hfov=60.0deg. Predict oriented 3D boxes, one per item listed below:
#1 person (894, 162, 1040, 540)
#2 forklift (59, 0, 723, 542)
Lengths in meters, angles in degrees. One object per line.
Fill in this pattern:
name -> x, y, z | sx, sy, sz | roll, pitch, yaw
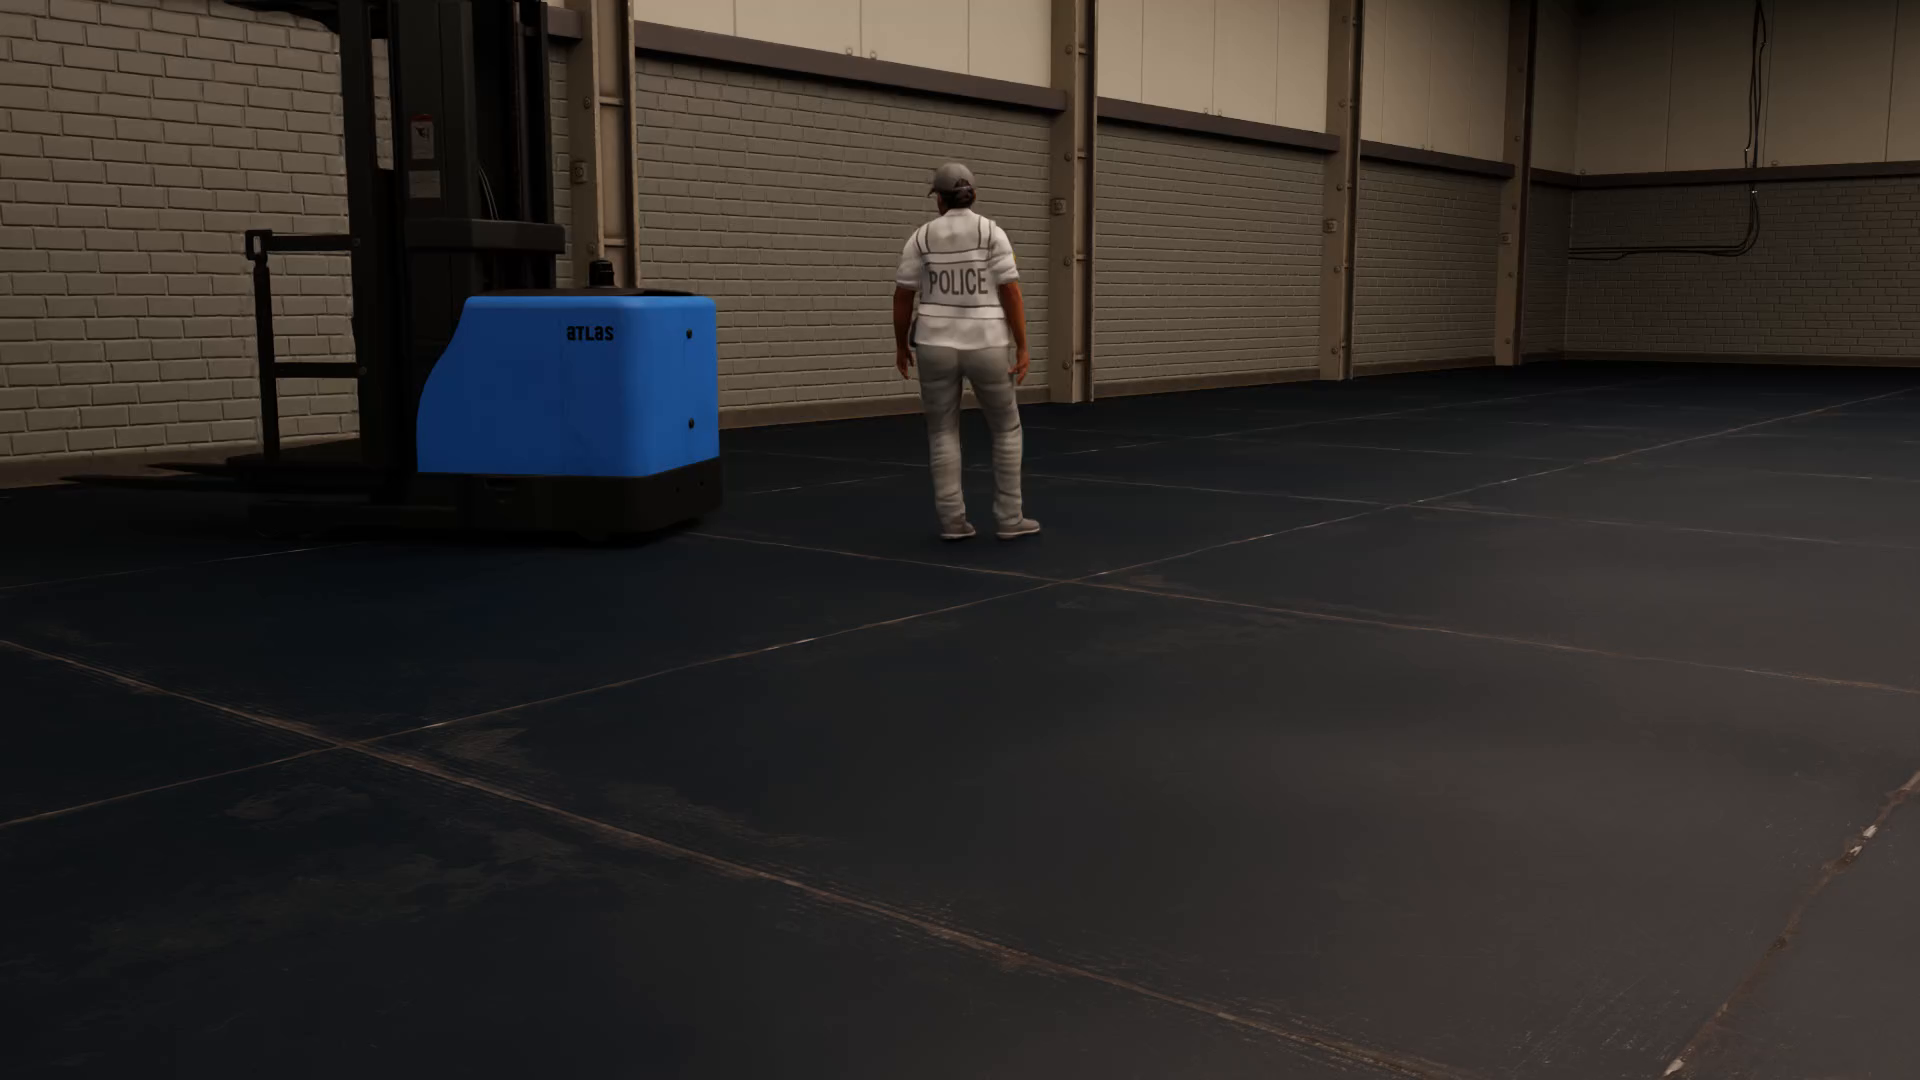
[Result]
person -> 0.026, -0.832, 7.396 | 0.649, 1.654, 0.469 | 1, 8, 7
forklift -> -2.713, -1.525, 7.701 | 3.031, 2.935, 1.130 | 2, 9, 12
